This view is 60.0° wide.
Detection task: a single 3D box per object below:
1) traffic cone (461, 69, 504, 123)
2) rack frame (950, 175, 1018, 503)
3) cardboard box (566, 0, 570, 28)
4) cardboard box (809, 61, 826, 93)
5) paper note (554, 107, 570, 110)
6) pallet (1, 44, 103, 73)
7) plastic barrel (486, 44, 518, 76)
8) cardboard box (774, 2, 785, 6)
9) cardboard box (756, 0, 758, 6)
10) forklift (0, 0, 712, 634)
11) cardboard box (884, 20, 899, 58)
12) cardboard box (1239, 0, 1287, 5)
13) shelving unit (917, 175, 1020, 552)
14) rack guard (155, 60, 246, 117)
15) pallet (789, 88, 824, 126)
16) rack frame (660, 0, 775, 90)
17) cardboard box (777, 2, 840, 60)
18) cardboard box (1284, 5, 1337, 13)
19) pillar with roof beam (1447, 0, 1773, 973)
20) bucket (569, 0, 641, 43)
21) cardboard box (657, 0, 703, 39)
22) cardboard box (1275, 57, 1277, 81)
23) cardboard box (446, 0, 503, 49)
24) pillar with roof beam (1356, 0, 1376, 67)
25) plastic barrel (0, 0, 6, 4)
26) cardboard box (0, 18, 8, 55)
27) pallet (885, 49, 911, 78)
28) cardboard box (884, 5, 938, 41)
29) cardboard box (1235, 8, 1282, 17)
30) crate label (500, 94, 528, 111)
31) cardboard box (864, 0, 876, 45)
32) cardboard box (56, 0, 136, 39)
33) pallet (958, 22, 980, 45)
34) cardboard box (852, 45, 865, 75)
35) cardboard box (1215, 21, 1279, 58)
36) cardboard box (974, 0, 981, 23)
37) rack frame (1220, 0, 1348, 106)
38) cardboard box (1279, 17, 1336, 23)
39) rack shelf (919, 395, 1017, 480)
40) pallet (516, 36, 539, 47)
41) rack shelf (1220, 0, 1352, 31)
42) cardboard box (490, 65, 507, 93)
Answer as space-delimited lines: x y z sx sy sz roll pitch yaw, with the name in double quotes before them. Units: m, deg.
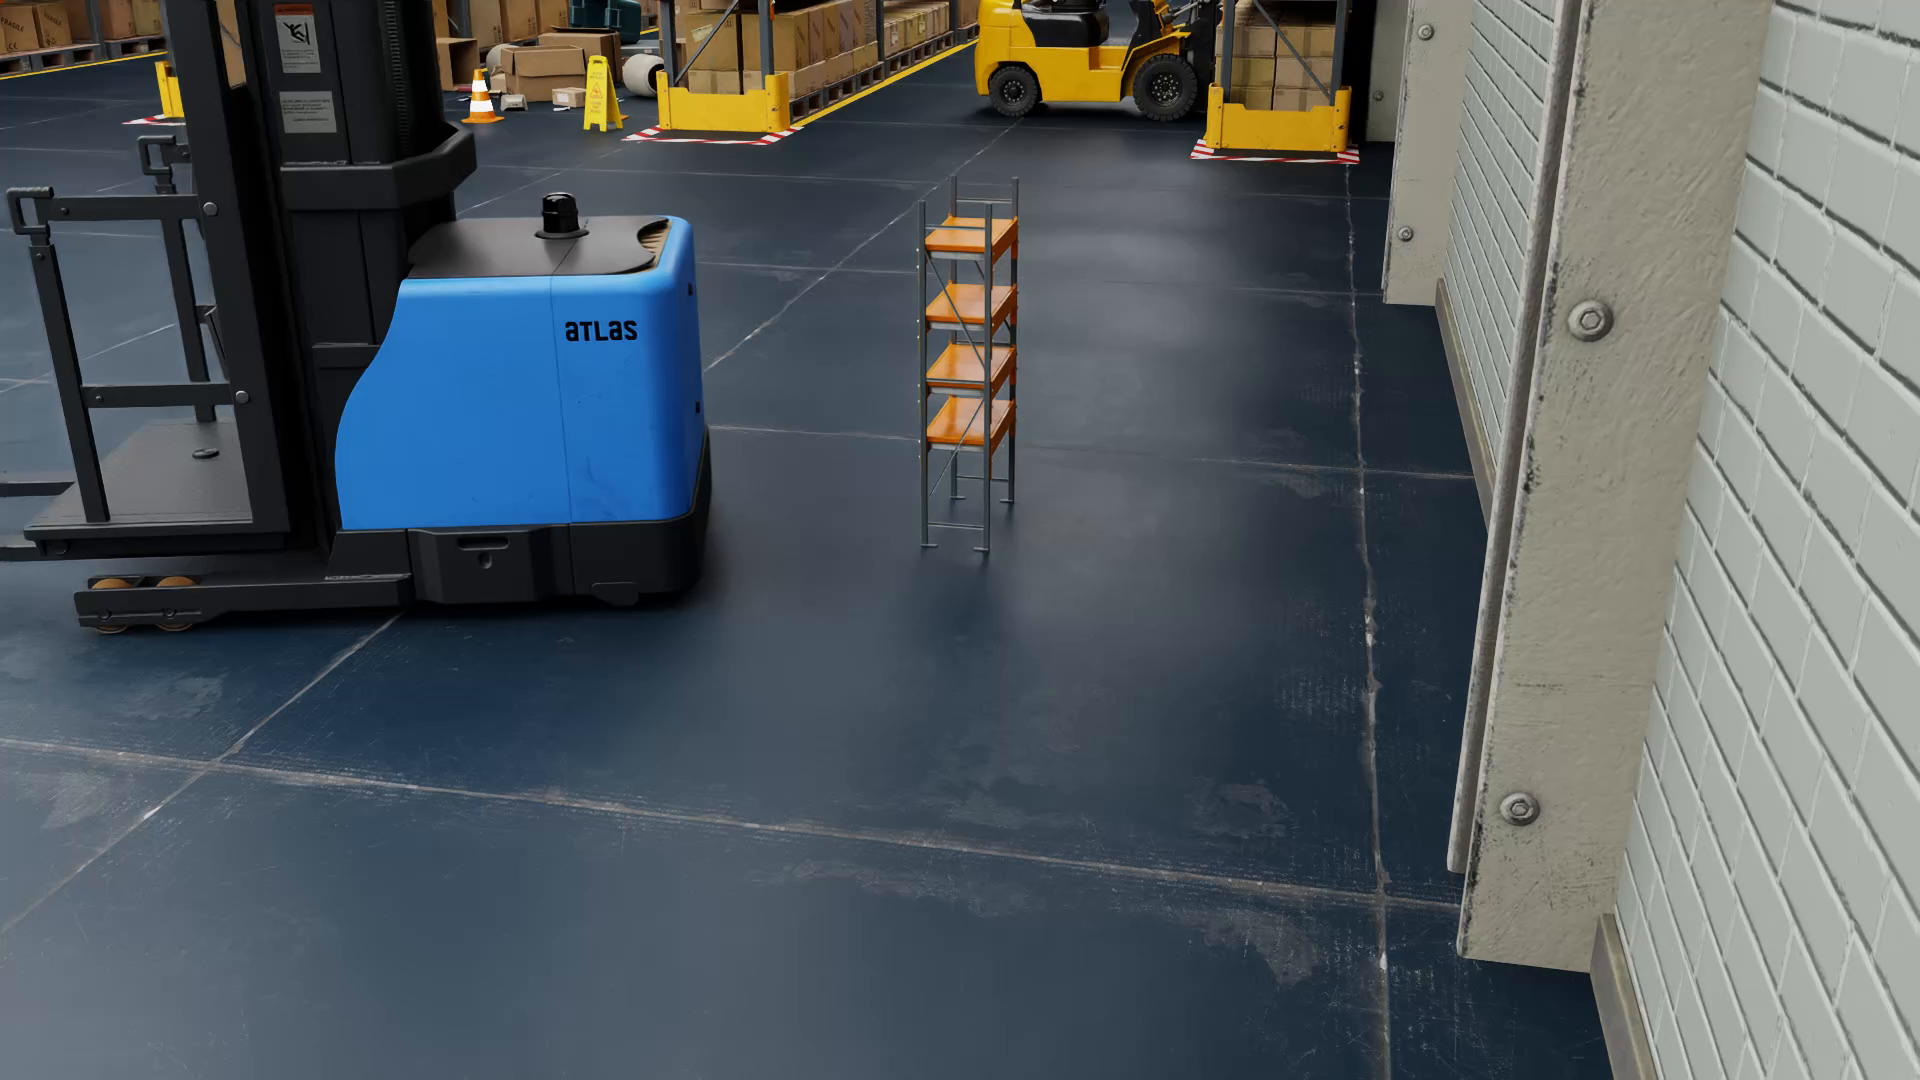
"traffic cone" -4.494 -4.167 15.580 0.336 0.463 0.334 4 22 11
"rack frame" 0.084 -0.706 6.001 0.240 1.200 0.015 4 22 11
"cardboard box" -5.610 -7.329 22.486 1.050 0.750 0.750 4 22 10
"cardboard box" -1.616 -4.507 16.148 0.500 0.250 0.500 5 23 13
"paper note" -3.919 -4.248 16.360 0.148 0.019 0.142 -3 22 -8
"pallet" -11.151 -5.804 19.983 1.003 0.211 1.213 4 22 11
"plastic barrel" -4.943 -5.204 18.209 0.421 0.421 0.512 -16 27 -35
"cardboard box" -2.042 -5.083 16.574 0.500 0.500 0.500 4 22 10
"cardboard box" -2.136 -5.336 16.334 0.380 0.149 0.250 5 23 13
"forklift" -2.387 -1.276 5.100 3.031 2.935 1.130 -2 22 -5
"cardboard box" -1.242 -5.758 19.092 0.950 0.372 0.625 5 22 12
"cardboard box" 3.107 -5.444 17.135 0.500 0.250 0.500 4 22 10
"shelving unit" 0.034 -0.617 5.780 0.258 1.200 0.503 4 22 11
"rack guard" -7.035 -4.300 15.861 1.175 0.500 0.348 4 22 11
"pallet" -1.947 -4.156 15.891 1.003 0.211 1.213 4 22 11
"rack frame" -2.163 -5.128 14.570 1.000 3.000 0.127 4 22 11
"cardboard box" -1.511 -5.052 16.497 0.500 0.500 0.500 5 22 12
"cardboard box" 3.397 -5.032 16.112 0.500 0.250 0.500 5 22 11
"pillar with roof beam" -2.942 -3.659 2.893 9.100 9.000 0.400 4 22 11
"bucket" -3.984 -5.892 18.815 0.726 0.611 0.620 13 15 29
"cardboard box" -3.096 -5.907 18.838 0.500 0.500 0.500 4 22 11
"cardboard box" 2.603 -4.286 14.931 0.500 0.250 0.500 4 22 10
"cardboard box" -6.175 -6.316 19.970 1.050 0.750 0.750 4 22 11
"pillar with roof beam" 0.731 -10.242 19.238 9.100 9.000 0.400 4 22 11
"plastic barrel" -14.998 -8.555 25.423 0.600 0.830 0.708 4 22 11
"cardboard box" -11.328 -5.795 19.011 0.500 0.500 0.500 2 22 6
"pallet" -1.190 -5.582 19.431 1.003 0.211 1.213 4 22 11
"cardboard box" -0.798 -6.553 21.065 0.950 0.372 0.625 4 22 10
"cardboard box" 2.788 -4.883 15.743 0.500 0.250 0.500 4 22 10
"crate label" -4.395 -4.308 16.367 0.250 0.136 0.298 -7 23 -17
"cardboard box" -1.205 -5.621 17.910 0.500 0.500 0.500 4 22 10
"cardboard box" -10.902 -6.613 21.017 0.700 0.500 0.500 3 22 7
"pallet" -0.296 -7.043 23.058 1.003 0.211 1.213 4 22 11
"cardboard box" -1.303 -5.078 17.565 0.500 0.250 0.500 4 22 9
"cardboard box" 2.486 -4.326 14.360 0.500 0.250 0.500 5 23 13
"cardboard box" -0.122 -7.835 23.574 0.875 0.875 0.875 5 22 12
"rack frame" 2.697 -4.751 13.634 1.000 3.000 0.127 4 22 11
"cardboard box" 3.079 -4.478 14.738 0.500 0.250 0.500 4 22 11
"rack shelf" 0.034 -0.371 5.879 0.258 0.148 0.480 4 22 11
"pallet" -5.883 -6.373 21.395 1.003 0.211 1.213 4 22 11
"rack shelf" 3.105 -5.148 15.585 1.077 0.370 4.000 4 22 11
"cardboard box" -4.761 -4.894 17.649 0.396 0.266 0.258 8 23 20
